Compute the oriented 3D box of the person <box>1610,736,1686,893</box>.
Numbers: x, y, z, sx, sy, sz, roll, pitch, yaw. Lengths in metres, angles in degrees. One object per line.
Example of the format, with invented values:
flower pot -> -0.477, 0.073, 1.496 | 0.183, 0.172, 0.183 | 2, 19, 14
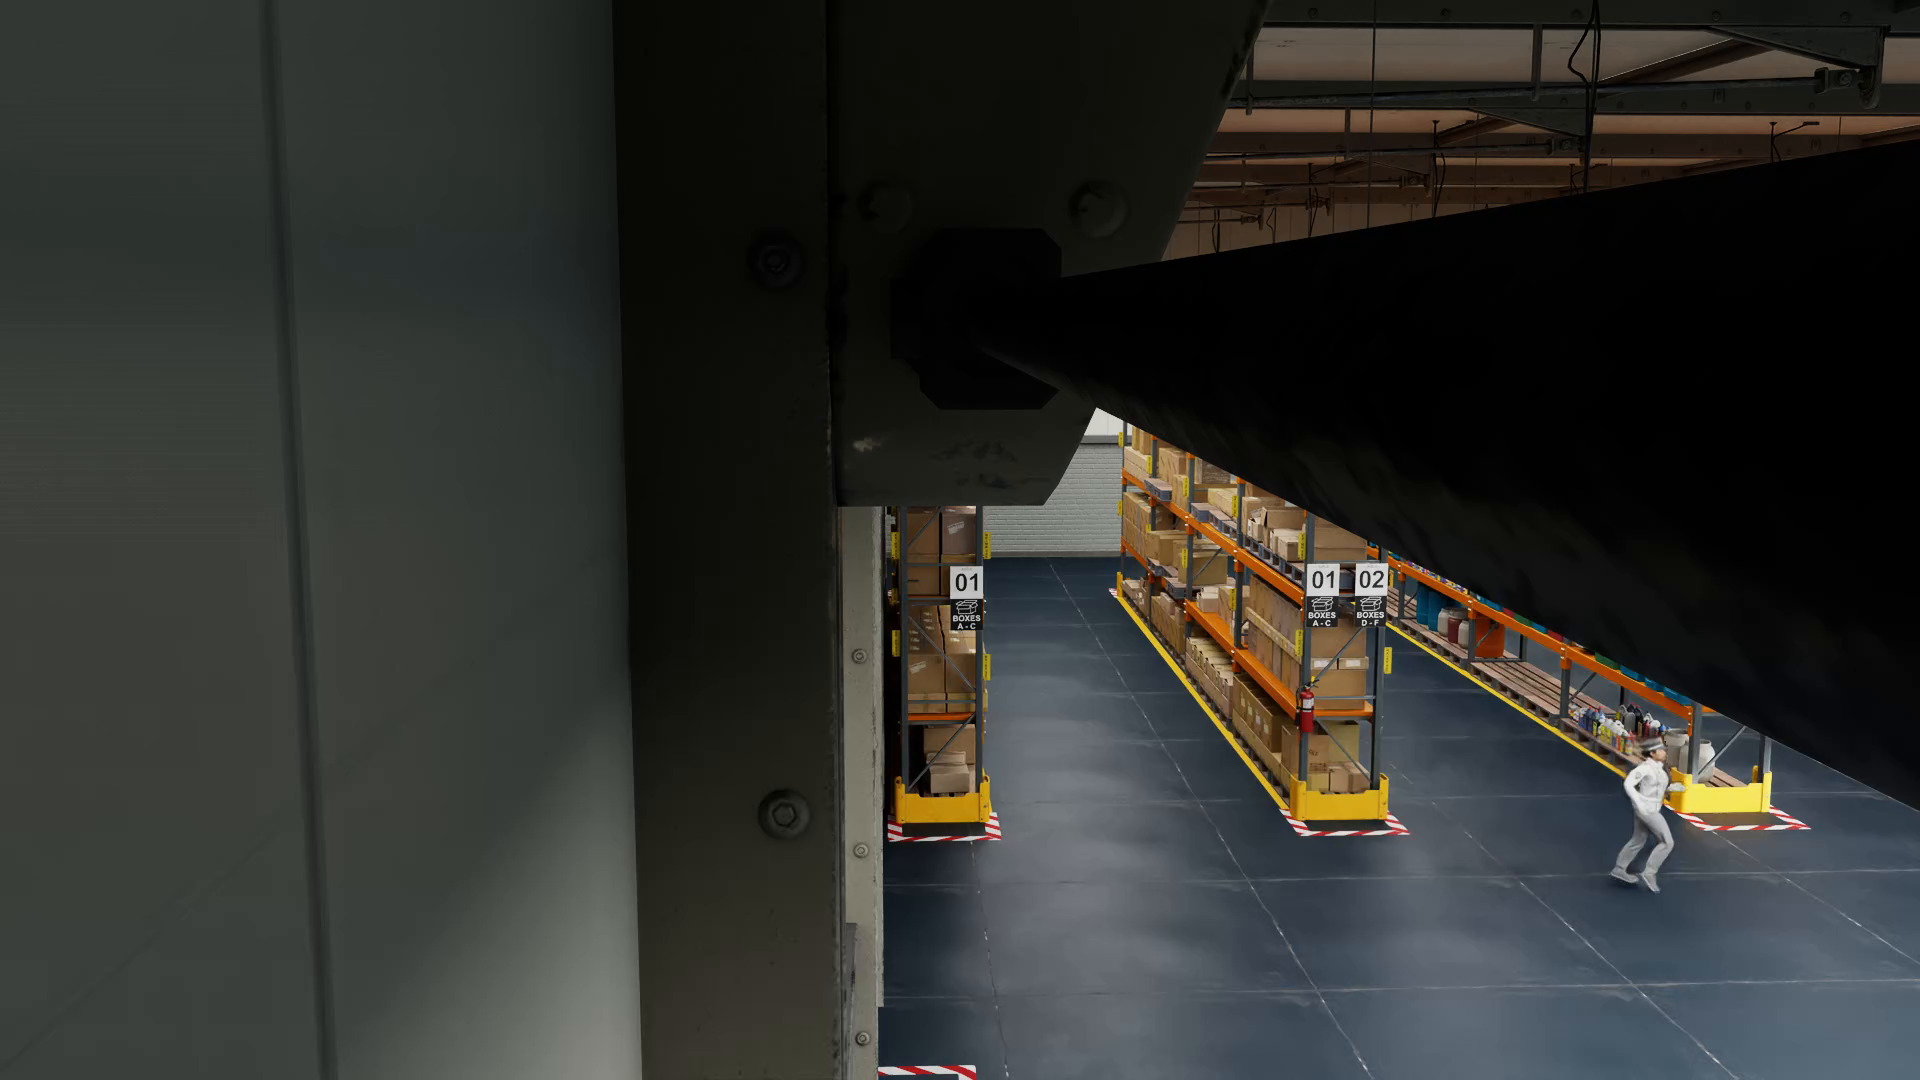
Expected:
person -> 7.506, 2.980, 18.116 | 0.708, 1.740, 0.529 | 4, 9, 24
